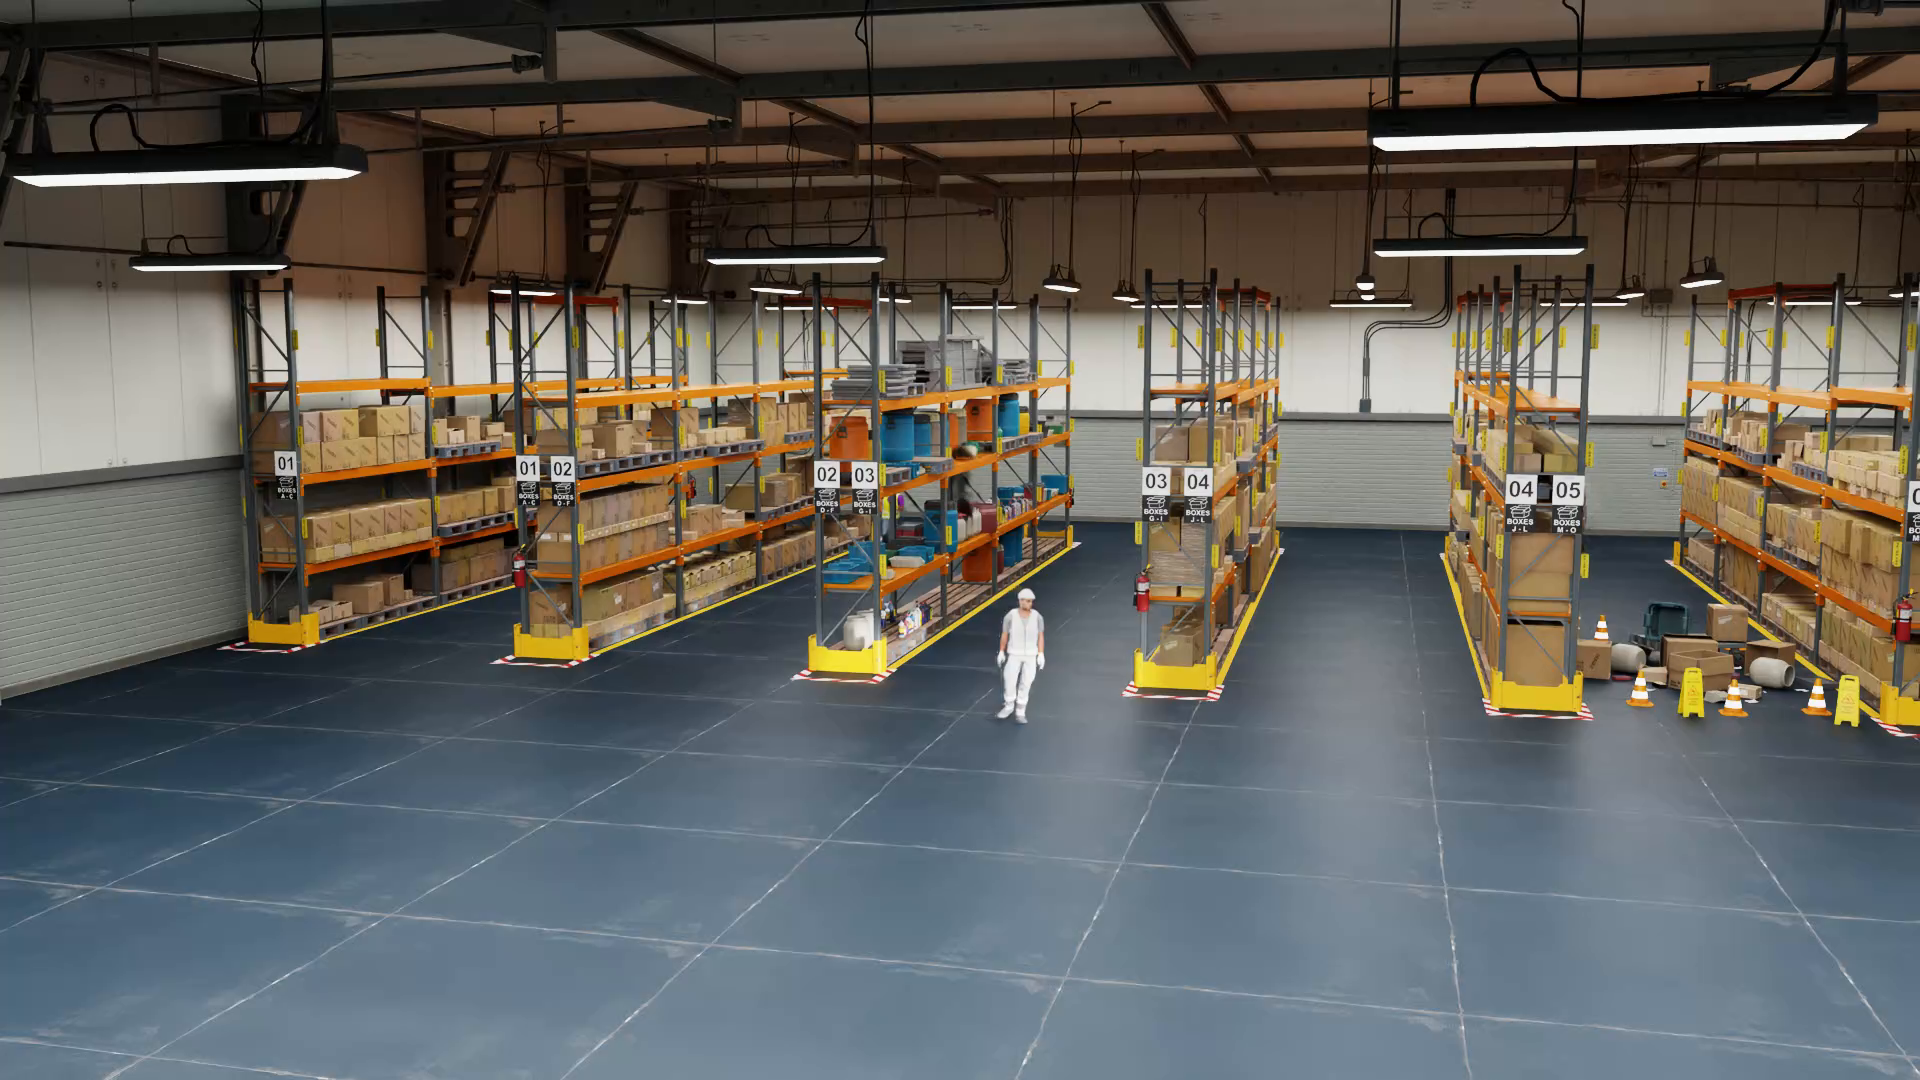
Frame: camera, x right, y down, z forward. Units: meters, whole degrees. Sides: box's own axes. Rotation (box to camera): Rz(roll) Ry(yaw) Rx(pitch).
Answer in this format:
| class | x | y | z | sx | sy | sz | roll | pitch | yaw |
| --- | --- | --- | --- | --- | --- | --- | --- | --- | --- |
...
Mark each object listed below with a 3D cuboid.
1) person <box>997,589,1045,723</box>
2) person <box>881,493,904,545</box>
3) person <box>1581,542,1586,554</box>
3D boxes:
| class | x | y | z | sx | sy | sz | roll | pitch | yaw |
| --- | --- | --- | --- | --- | --- | --- | --- | --- | --- |
| person | 0.788 | 1.510 | 21.710 | 0.610 | 1.779 | 0.419 | -1 | 7 | -12 |
| person | -1.618 | -0.468 | 38.376 | 0.683 | 1.790 | 0.724 | 1 | 7 | 5 |
| person | 14.177 | -0.502 | 38.620 | 0.761 | 1.792 | 0.685 | 1 | 7 | 6 |
